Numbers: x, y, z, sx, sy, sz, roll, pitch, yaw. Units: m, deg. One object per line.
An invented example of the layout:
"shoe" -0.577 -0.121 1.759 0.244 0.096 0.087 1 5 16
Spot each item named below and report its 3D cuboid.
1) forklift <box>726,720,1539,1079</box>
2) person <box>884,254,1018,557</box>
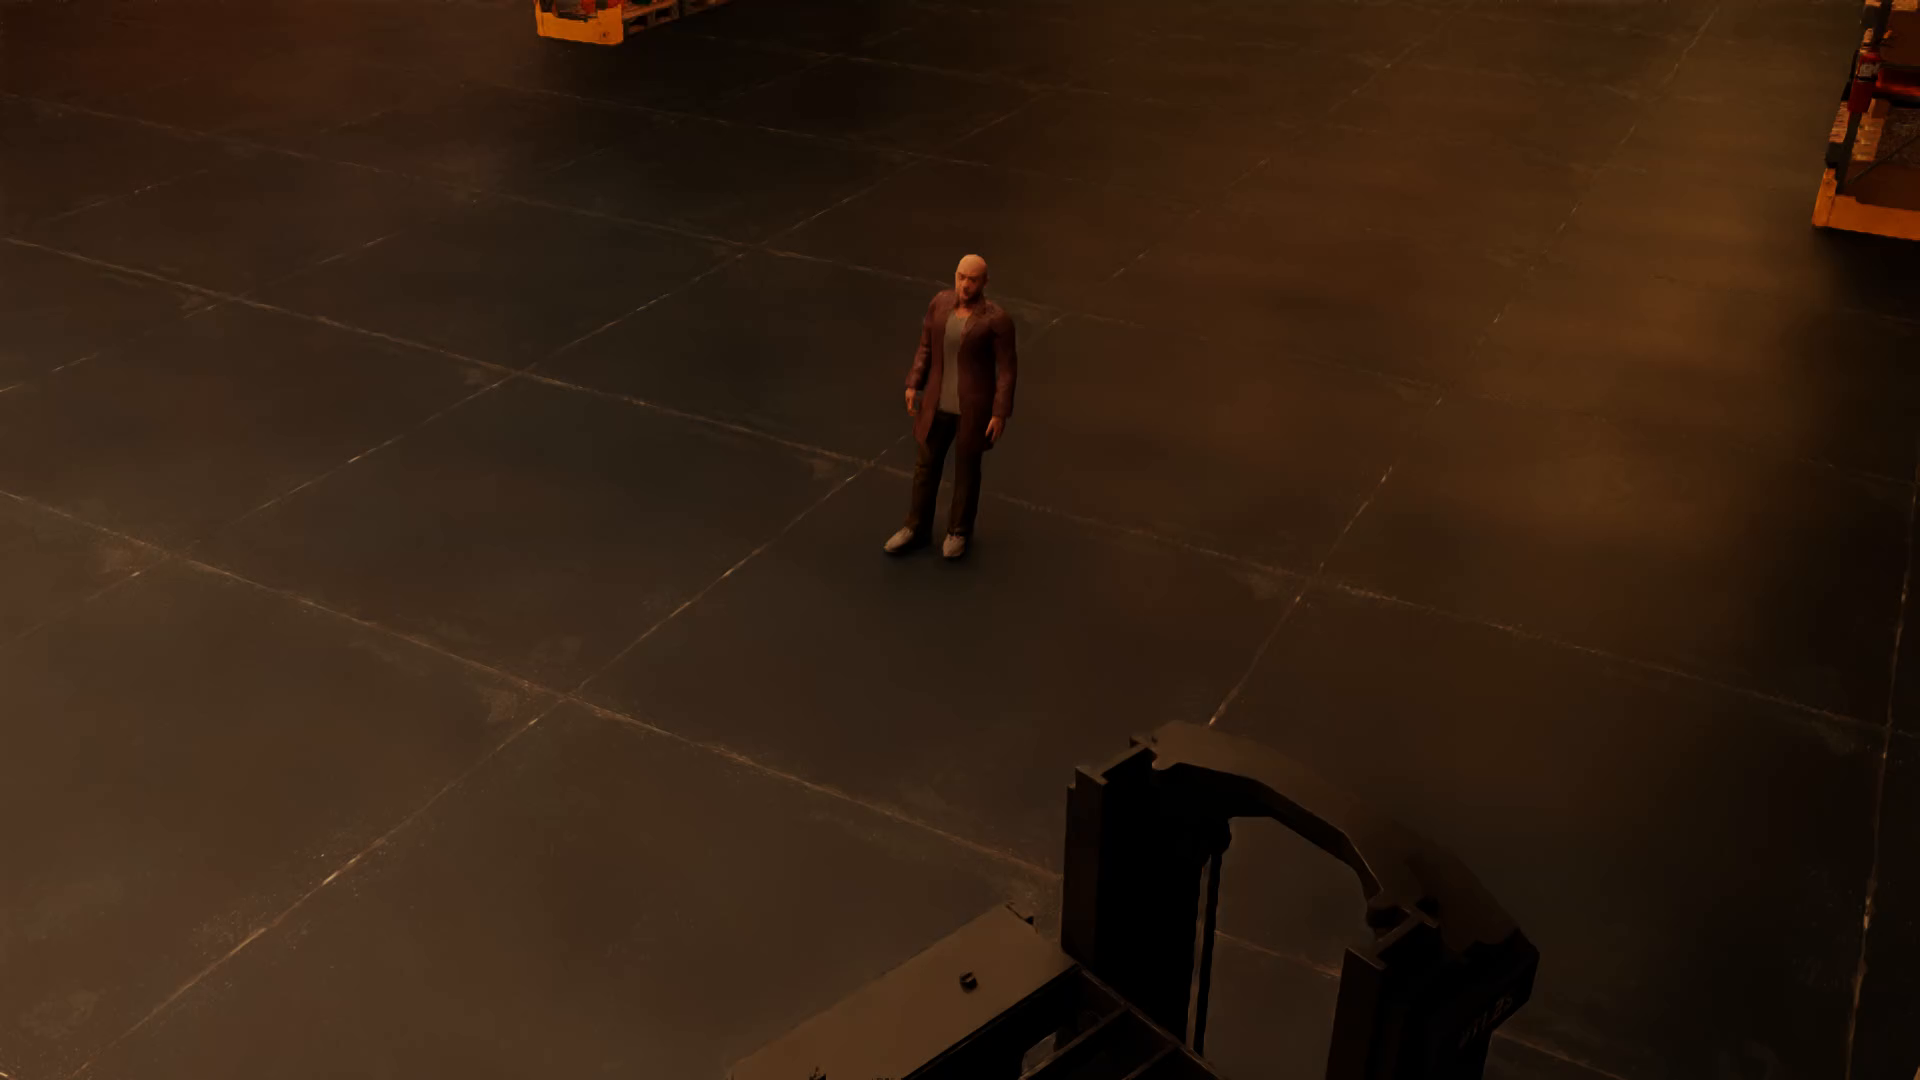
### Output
"forklift" 0.229 1.978 3.644 3.031 2.935 1.130 -24 37 -35
"person" -0.048 -0.737 9.488 0.694 1.776 0.580 15 33 25
